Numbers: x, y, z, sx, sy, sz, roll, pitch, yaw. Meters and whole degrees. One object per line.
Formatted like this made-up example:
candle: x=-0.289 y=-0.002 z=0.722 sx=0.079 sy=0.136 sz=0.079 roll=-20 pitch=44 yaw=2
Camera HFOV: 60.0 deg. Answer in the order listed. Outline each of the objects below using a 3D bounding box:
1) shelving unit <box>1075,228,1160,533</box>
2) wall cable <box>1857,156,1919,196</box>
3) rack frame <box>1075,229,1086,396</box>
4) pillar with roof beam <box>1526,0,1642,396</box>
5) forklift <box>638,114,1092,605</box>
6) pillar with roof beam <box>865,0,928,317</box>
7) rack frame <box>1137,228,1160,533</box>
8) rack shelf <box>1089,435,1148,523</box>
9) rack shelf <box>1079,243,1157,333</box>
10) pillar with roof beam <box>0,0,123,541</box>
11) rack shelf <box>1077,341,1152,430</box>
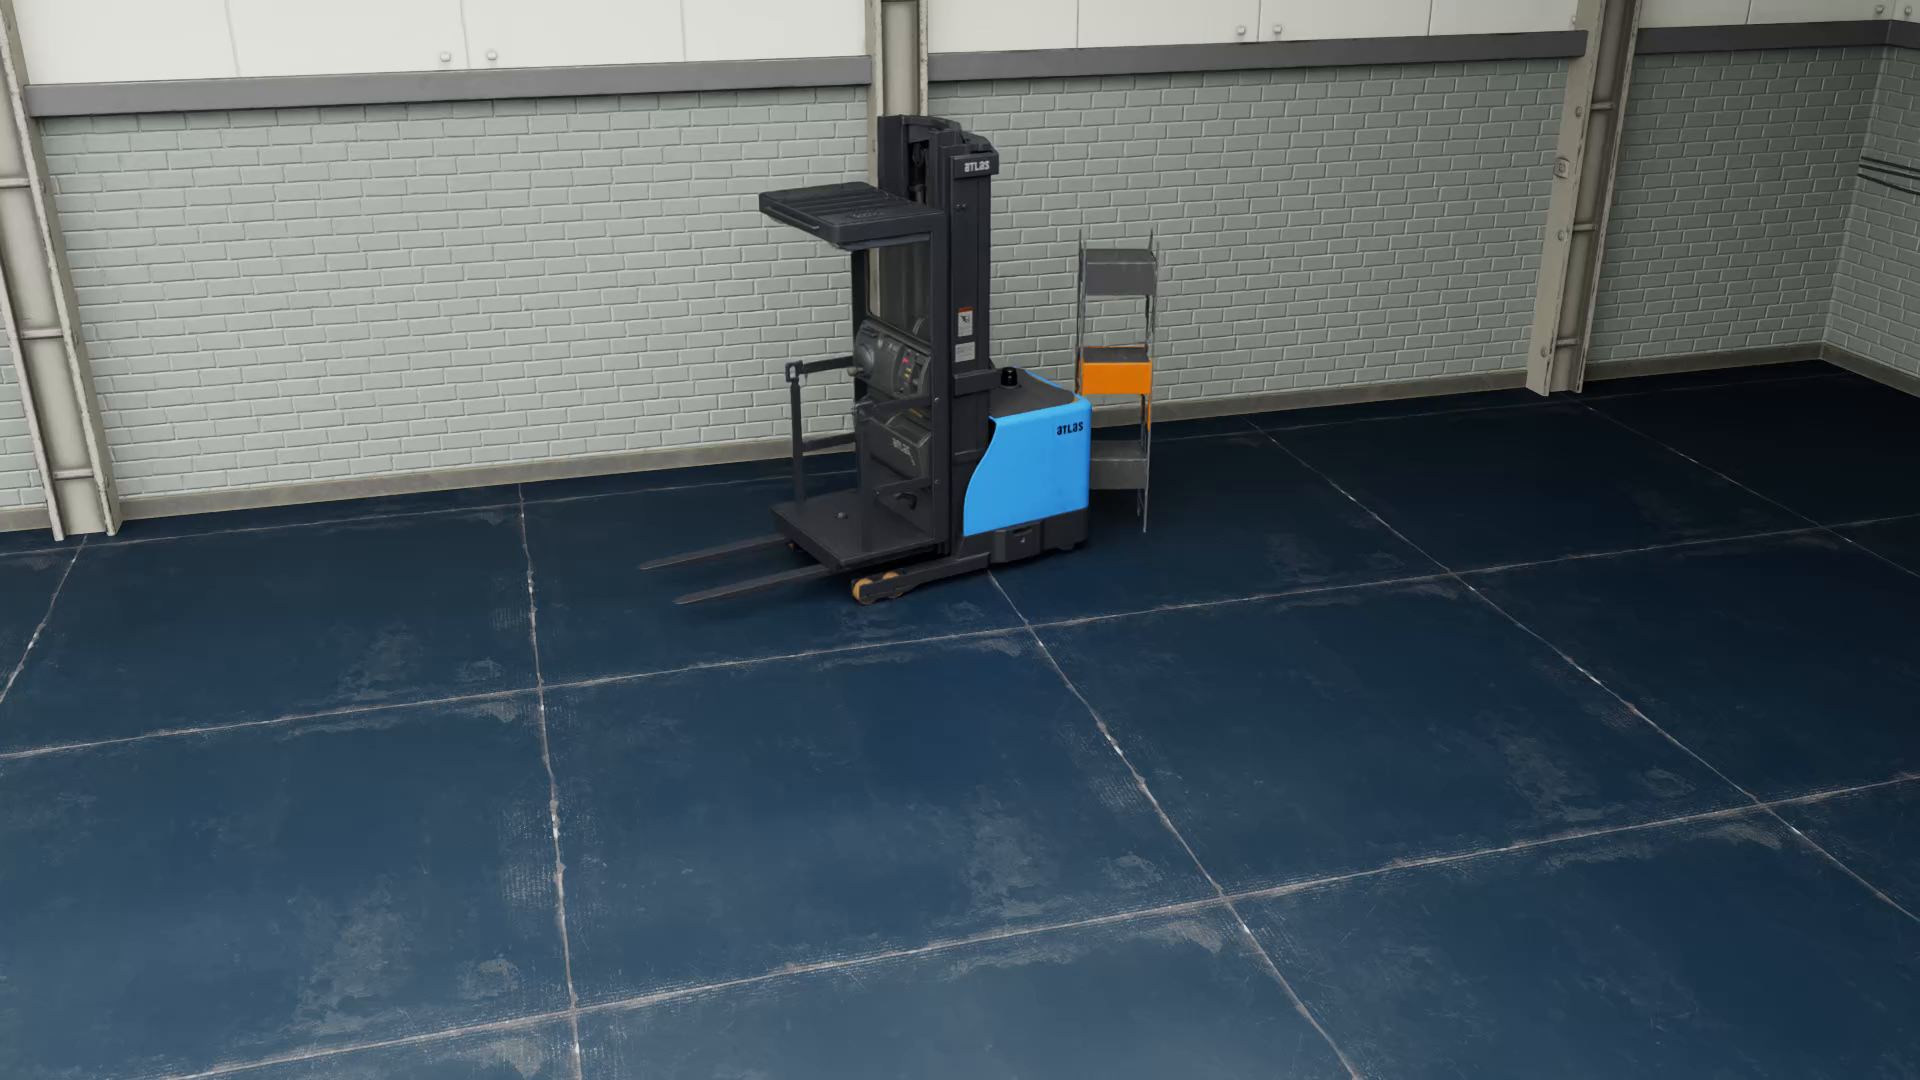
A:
shelving unit: x=1.072 y=-1.094 z=11.636 sx=0.503 sy=2.100 sz=0.431 roll=0 pitch=23 yaw=-1
wall cable: x=8.506 y=-3.873 z=13.302 sx=0.112 sy=2.526 sz=3.097 roll=-6 pitch=24 yaw=-14
rack frame: x=0.828 y=-1.092 z=11.633 sx=0.015 sy=2.100 sz=0.400 roll=0 pitch=23 yaw=-1
pillar with roof beam: x=6.475 y=-3.854 z=9.319 sx=0.400 sy=9.000 sz=9.100 roll=-6 pitch=24 yaw=-14
forklift: x=-0.623 y=-1.165 z=10.748 sx=3.031 sy=2.935 sz=1.130 roll=-13 pitch=27 yaw=-28
pillar with roof beam: x=0.698 y=-3.215 z=7.830 sx=0.400 sy=9.000 sz=9.100 roll=-6 pitch=24 yaw=-14
rack frame: x=1.316 y=-1.095 z=11.640 sx=0.015 sy=2.100 sz=0.400 roll=0 pitch=23 yaw=-1
rack shelf: x=1.072 y=-0.438 z=11.918 sx=0.480 sy=0.518 sz=0.431 roll=0 pitch=23 yaw=-1
rack shelf: x=1.072 y=-1.724 z=11.366 sx=0.480 sy=0.518 sz=0.431 roll=0 pitch=23 yaw=-1
pillar with roof beam: x=-5.079 y=-2.576 z=6.340 sx=0.400 sy=9.000 sz=9.100 roll=-6 pitch=24 yaw=-14
rack shelf: x=1.072 y=-1.081 z=11.642 sx=0.480 sy=0.518 sz=0.431 roll=0 pitch=23 yaw=-1
